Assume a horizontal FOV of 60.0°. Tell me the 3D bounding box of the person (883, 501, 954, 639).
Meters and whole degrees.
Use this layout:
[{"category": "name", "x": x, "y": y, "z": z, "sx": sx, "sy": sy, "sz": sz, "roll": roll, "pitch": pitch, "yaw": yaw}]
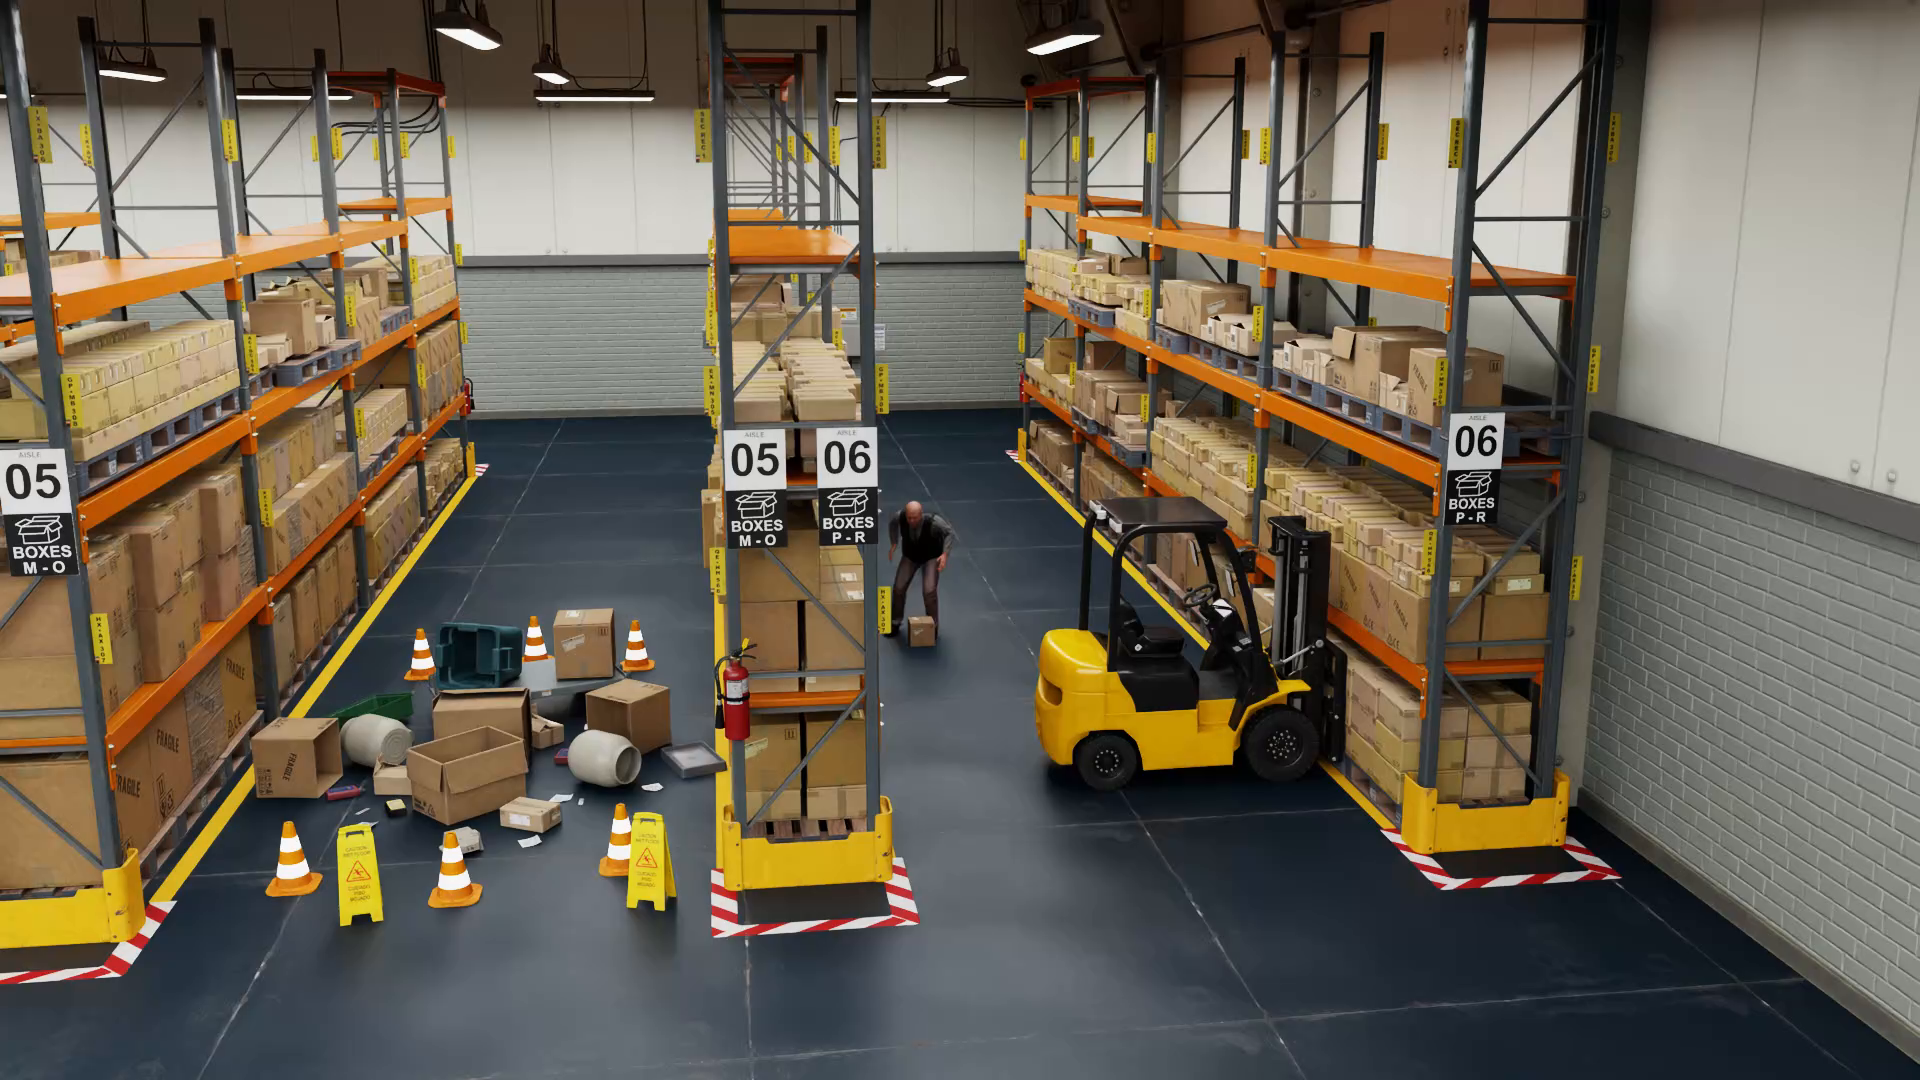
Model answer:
[{"category": "person", "x": -0.431, "y": 0.275, "z": 17.374, "sx": 0.722, "sy": 1.483, "sz": 0.728, "roll": 3, "pitch": 13, "yaw": 13}]
